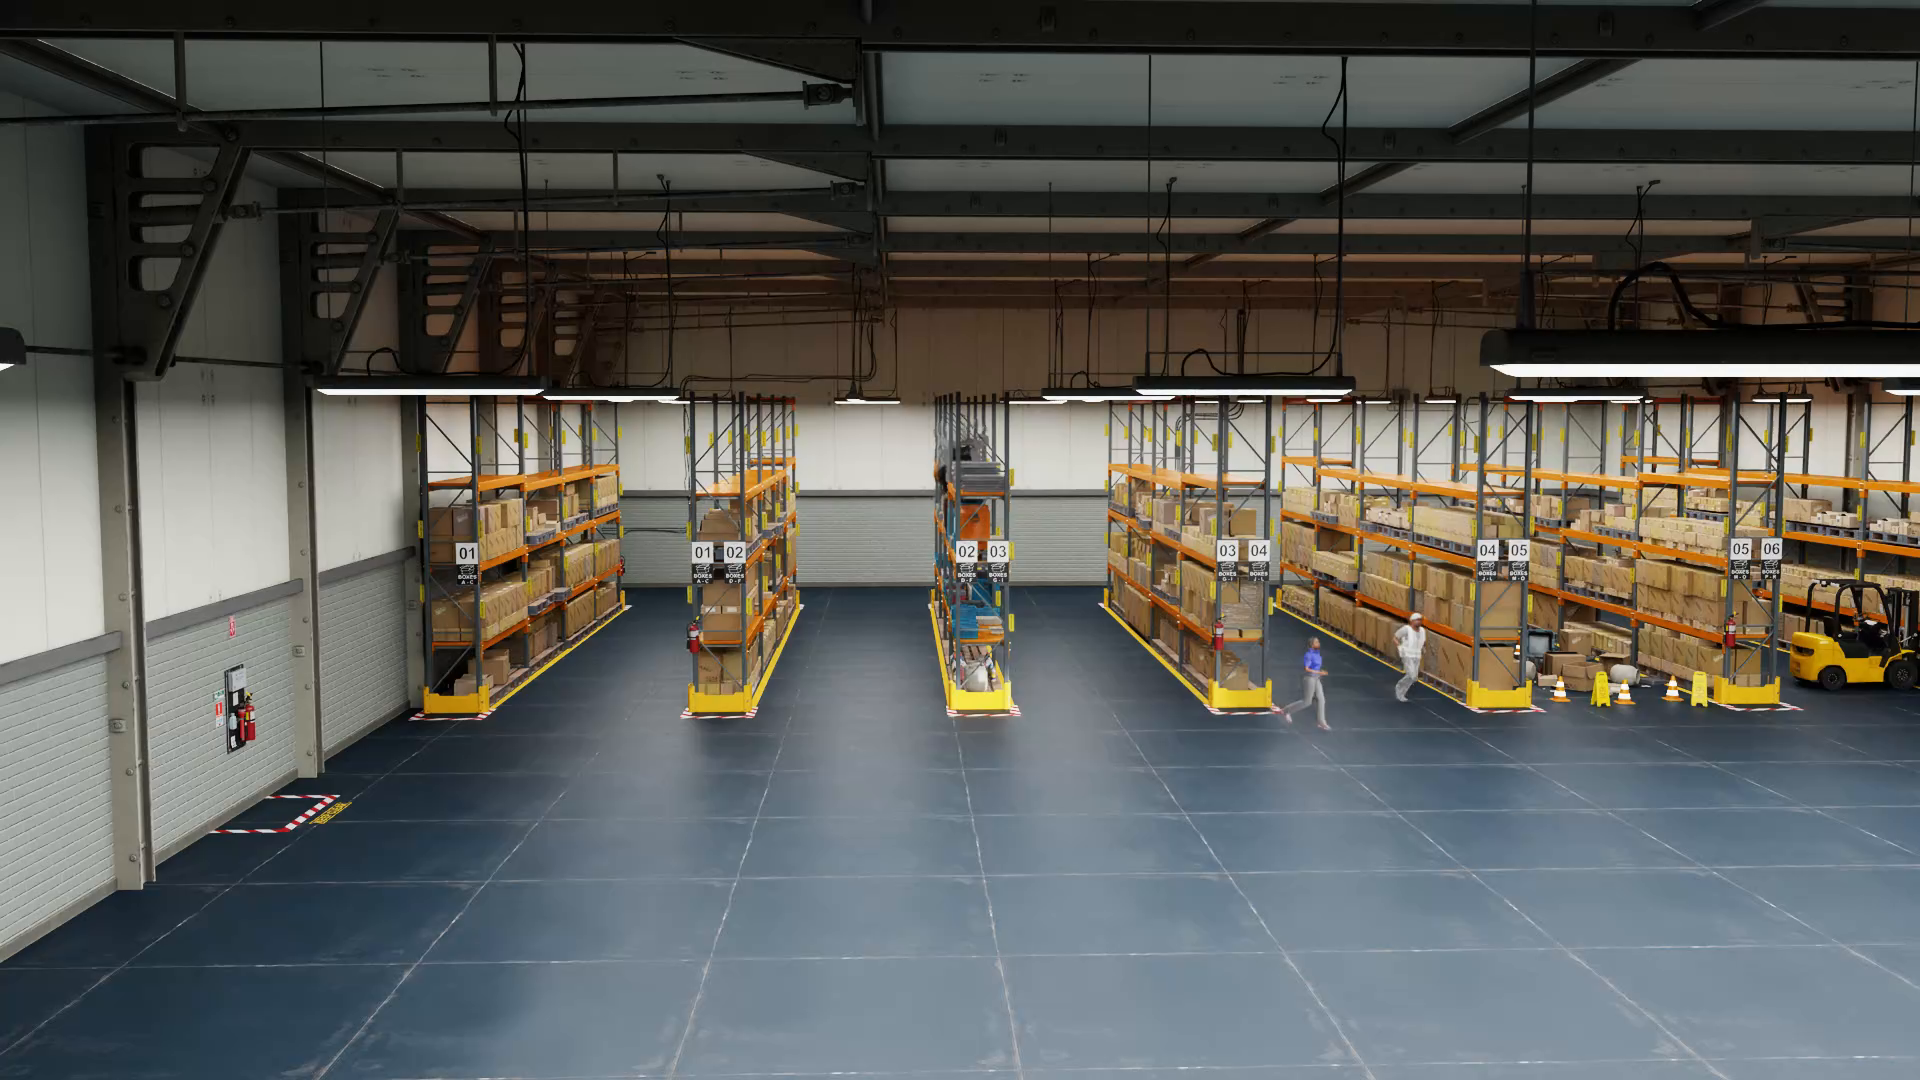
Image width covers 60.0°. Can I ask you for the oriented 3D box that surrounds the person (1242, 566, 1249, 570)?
[{"bbox_3d":[7.900,1.095,47.500,0.770,1.666,0.553,2,5,27],"label":"person"}]

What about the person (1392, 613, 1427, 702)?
[{"bbox_3d":[8.762,2.272,32.167,0.666,1.733,0.588,-2,5,-25],"label":"person"}]

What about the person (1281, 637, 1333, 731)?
[{"bbox_3d":[6.210,2.538,29.611,0.908,1.662,0.589,3,5,33],"label":"person"}]
